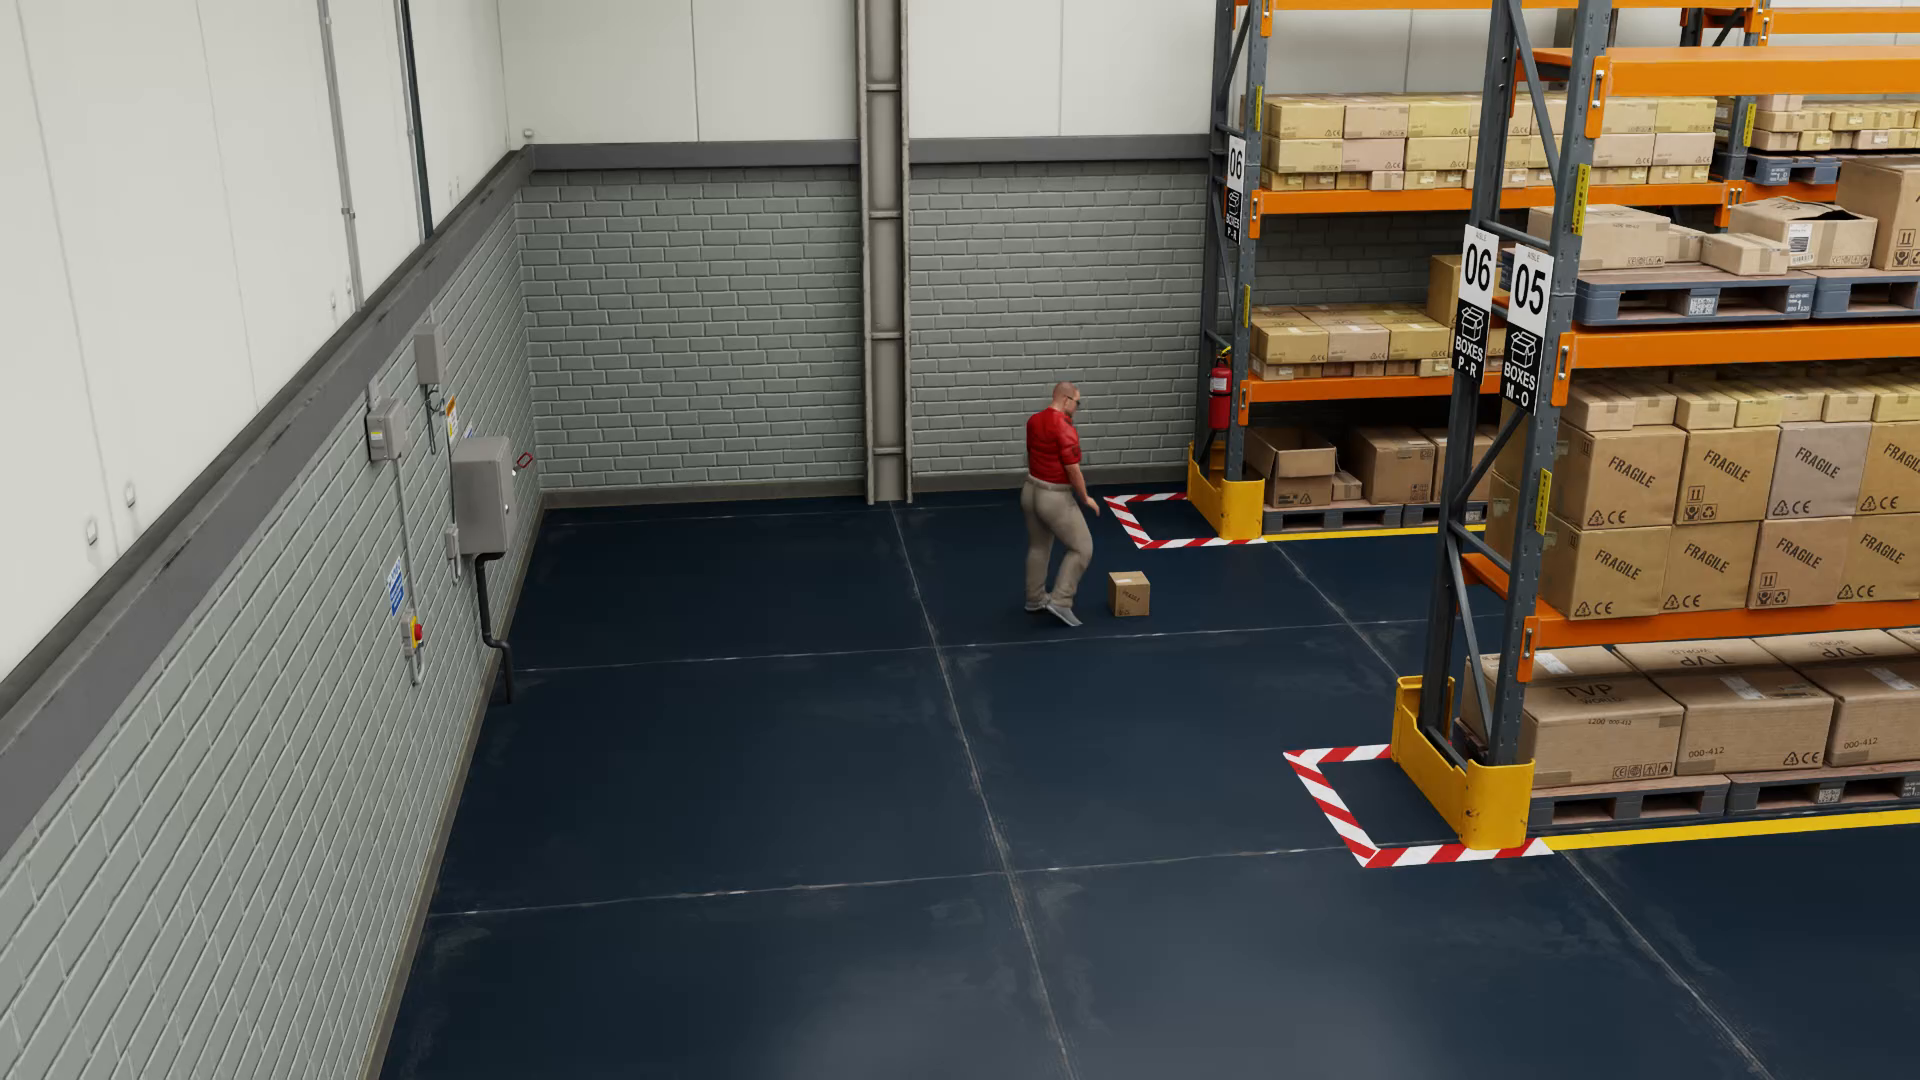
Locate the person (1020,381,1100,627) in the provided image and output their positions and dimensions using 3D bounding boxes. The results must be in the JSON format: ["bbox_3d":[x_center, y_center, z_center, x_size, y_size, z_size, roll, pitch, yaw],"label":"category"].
[{"bbox_3d":[0.678,-0.244,11.846,0.440,1.790,0.571,-13,23,-31],"label":"person"}]
